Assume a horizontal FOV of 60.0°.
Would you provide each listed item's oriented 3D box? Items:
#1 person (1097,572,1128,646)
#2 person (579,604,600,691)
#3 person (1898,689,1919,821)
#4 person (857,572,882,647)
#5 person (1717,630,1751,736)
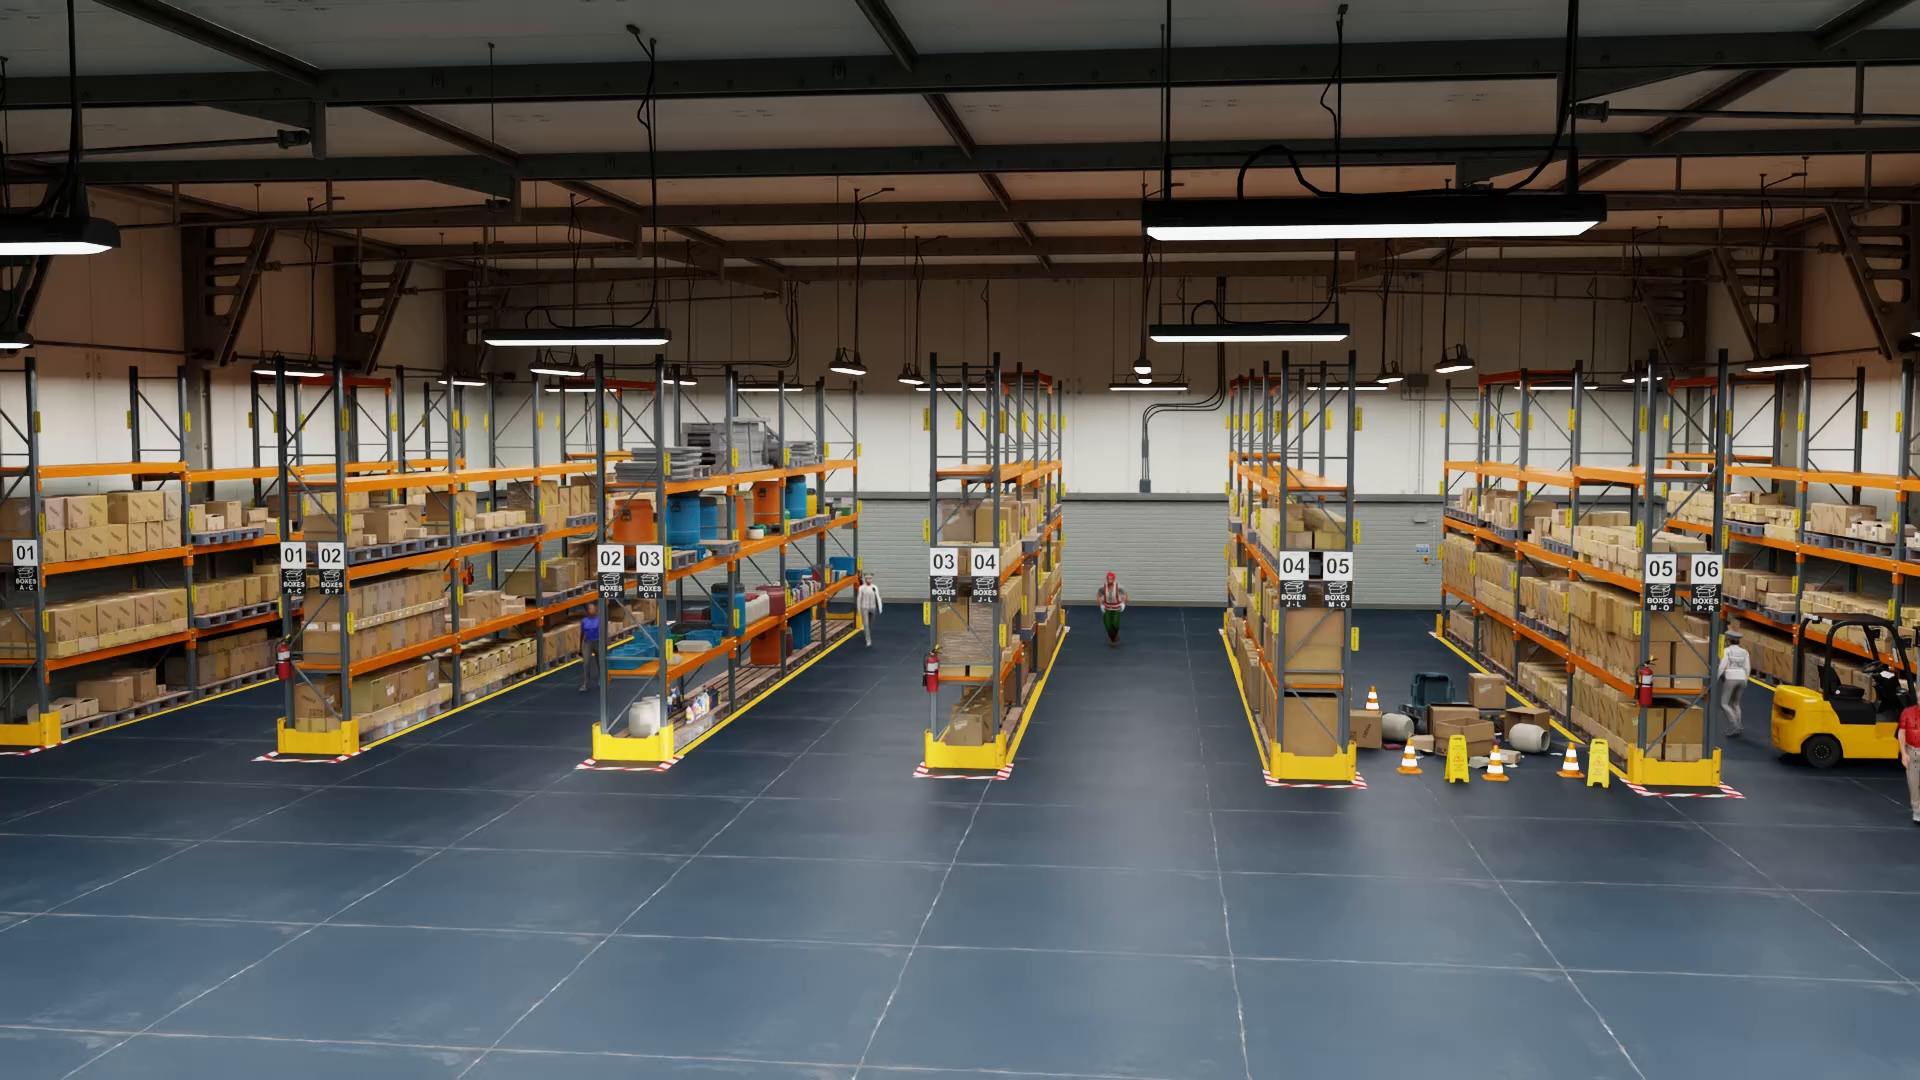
[{"bbox_3d":[3.398,1.542,37.113,0.686,1.685,0.644,1,4,16],"label":"person"},{"bbox_3d":[-6.891,1.982,31.132,0.537,1.587,1.058,0,4,-2],"label":"person"},{"bbox_3d":[11.919,2.687,20.562,0.590,1.710,0.841,3,5,37],"label":"person"},{"bbox_3d":[-2.017,1.524,37.206,0.505,1.615,1.023,-1,4,-19],"label":"person"},{"bbox_3d":[12.430,2.301,26.631,0.553,1.657,0.583,-1,4,-11],"label":"person"}]
